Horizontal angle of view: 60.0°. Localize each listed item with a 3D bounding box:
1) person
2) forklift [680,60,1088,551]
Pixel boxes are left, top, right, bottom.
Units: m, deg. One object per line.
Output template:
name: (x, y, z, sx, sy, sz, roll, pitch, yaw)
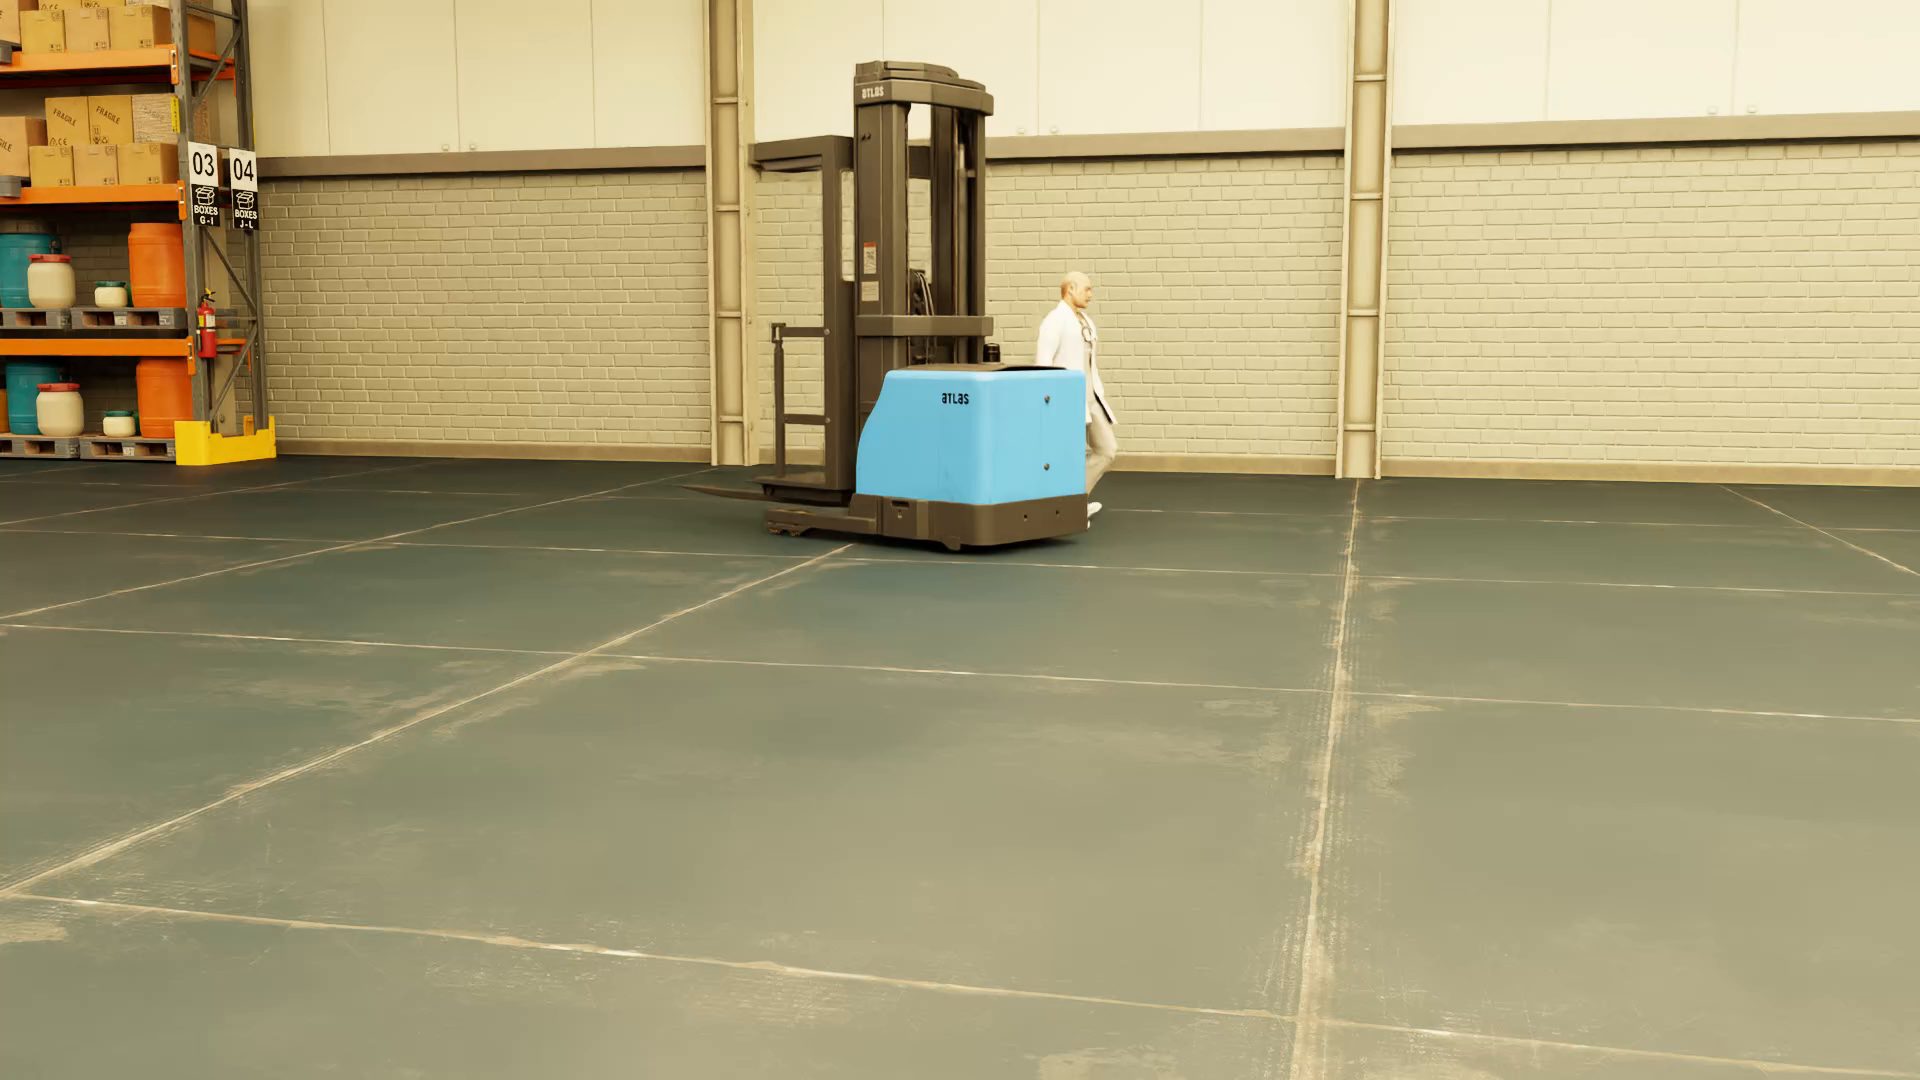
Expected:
person: (0.800, -0.959, 11.302, 0.504, 1.719, 0.841, 6, 9, 39)
forklift: (-0.635, -1.519, 10.832, 3.031, 2.935, 1.130, 6, 10, 42)
